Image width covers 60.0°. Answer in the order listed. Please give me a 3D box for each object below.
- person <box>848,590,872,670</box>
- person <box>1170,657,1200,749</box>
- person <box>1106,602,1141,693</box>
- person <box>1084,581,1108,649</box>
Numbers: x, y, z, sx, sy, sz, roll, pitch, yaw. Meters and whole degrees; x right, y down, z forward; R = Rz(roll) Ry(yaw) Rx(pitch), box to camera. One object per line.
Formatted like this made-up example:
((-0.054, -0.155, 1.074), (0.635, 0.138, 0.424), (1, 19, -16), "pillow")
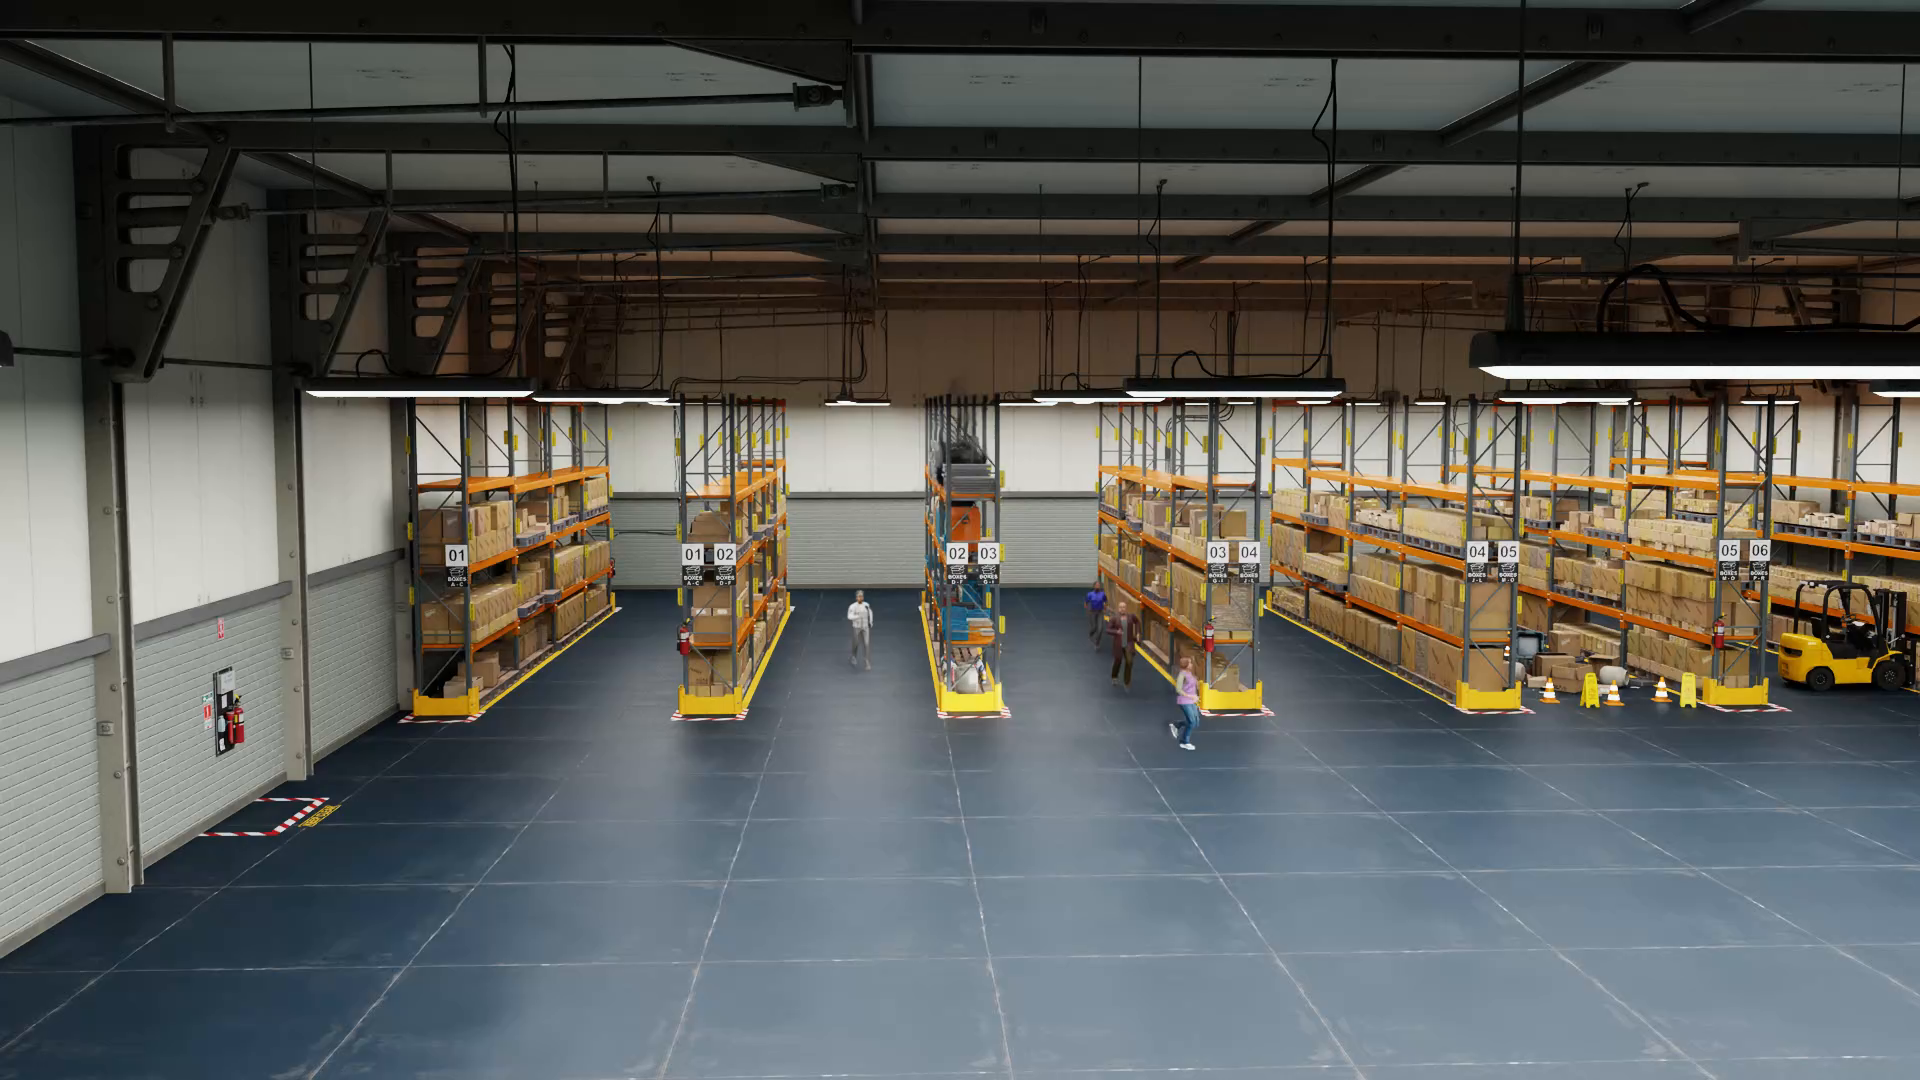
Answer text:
((-2.198, 1.969, 36.751), (0.604, 1.739, 0.839), (-1, 5, -16), "person")
((3.785, 2.744, 28.021), (0.549, 1.560, 0.522), (2, 5, 25), "person")
((3.324, 2.172, 33.817), (0.730, 1.842, 0.983), (0, 5, 0), "person")
((3.269, 1.790, 39.786), (0.583, 1.615, 0.558), (0, 5, -5), "person")
